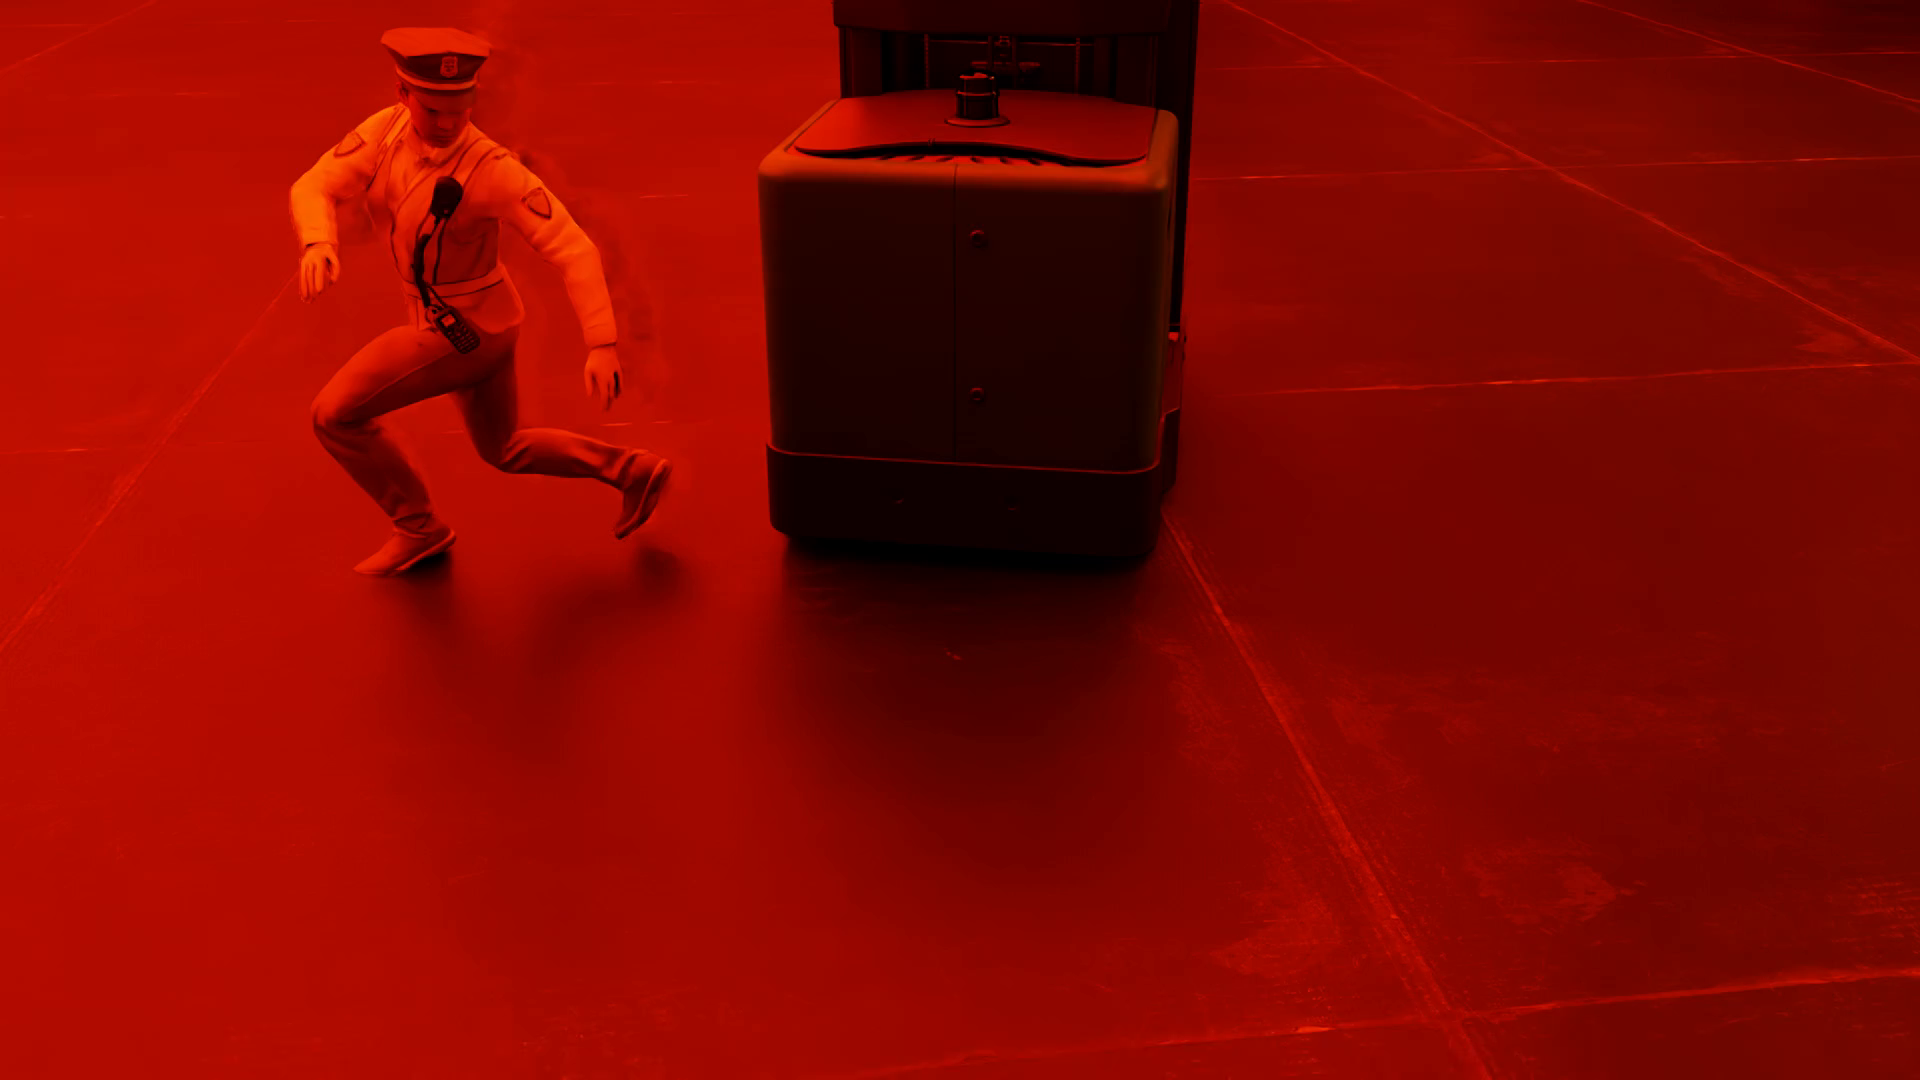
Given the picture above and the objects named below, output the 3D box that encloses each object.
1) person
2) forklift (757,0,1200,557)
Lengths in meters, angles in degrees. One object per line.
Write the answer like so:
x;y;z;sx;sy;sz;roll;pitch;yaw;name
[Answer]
-1.203;-0.550;4.185;0.892;1.441;0.611;-8;27;-16;person
0.211;-1.887;5.145;1.130;2.935;3.031;4;26;8;forklift
